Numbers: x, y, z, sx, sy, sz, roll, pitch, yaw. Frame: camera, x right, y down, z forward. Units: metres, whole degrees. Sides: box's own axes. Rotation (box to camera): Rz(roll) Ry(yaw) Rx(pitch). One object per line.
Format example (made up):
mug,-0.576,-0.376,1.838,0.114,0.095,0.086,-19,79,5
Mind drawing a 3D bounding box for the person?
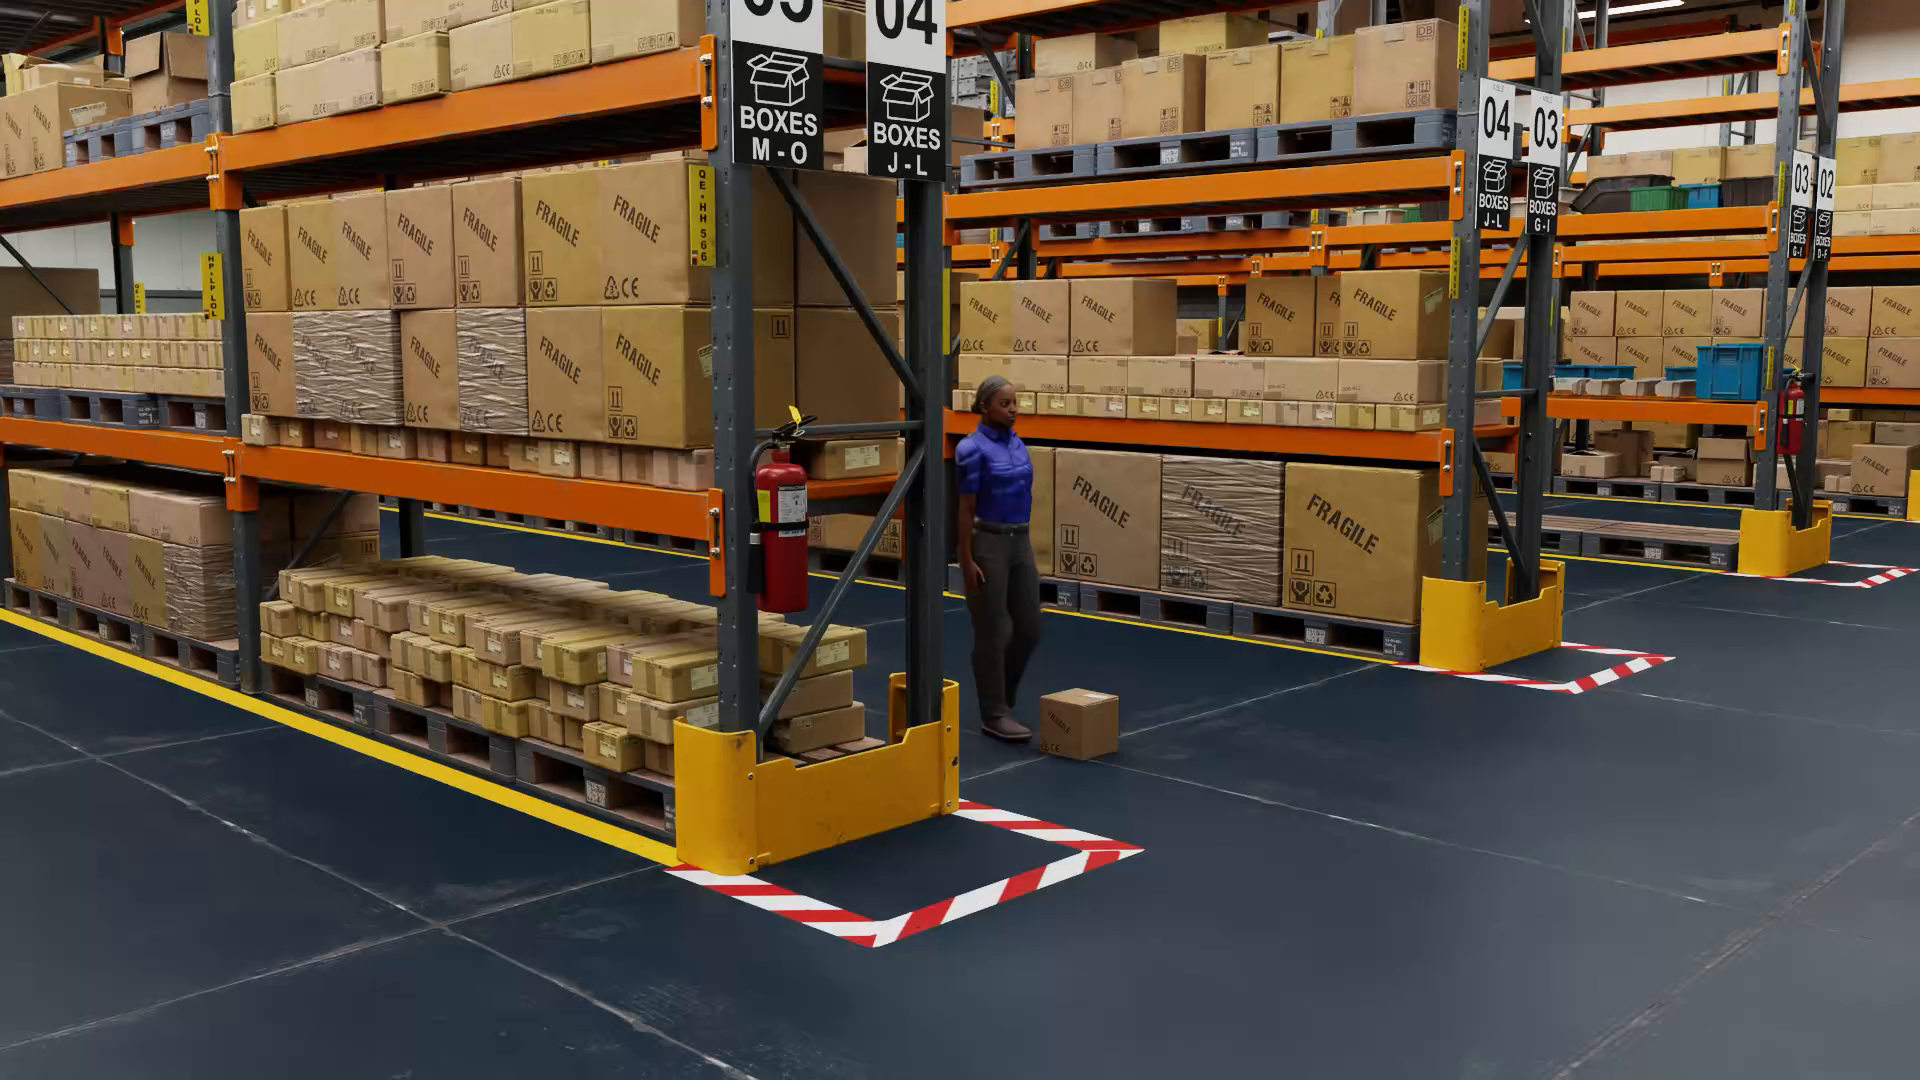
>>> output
person,0.180,0.113,7.665,0.327,1.721,0.436,7,10,45
